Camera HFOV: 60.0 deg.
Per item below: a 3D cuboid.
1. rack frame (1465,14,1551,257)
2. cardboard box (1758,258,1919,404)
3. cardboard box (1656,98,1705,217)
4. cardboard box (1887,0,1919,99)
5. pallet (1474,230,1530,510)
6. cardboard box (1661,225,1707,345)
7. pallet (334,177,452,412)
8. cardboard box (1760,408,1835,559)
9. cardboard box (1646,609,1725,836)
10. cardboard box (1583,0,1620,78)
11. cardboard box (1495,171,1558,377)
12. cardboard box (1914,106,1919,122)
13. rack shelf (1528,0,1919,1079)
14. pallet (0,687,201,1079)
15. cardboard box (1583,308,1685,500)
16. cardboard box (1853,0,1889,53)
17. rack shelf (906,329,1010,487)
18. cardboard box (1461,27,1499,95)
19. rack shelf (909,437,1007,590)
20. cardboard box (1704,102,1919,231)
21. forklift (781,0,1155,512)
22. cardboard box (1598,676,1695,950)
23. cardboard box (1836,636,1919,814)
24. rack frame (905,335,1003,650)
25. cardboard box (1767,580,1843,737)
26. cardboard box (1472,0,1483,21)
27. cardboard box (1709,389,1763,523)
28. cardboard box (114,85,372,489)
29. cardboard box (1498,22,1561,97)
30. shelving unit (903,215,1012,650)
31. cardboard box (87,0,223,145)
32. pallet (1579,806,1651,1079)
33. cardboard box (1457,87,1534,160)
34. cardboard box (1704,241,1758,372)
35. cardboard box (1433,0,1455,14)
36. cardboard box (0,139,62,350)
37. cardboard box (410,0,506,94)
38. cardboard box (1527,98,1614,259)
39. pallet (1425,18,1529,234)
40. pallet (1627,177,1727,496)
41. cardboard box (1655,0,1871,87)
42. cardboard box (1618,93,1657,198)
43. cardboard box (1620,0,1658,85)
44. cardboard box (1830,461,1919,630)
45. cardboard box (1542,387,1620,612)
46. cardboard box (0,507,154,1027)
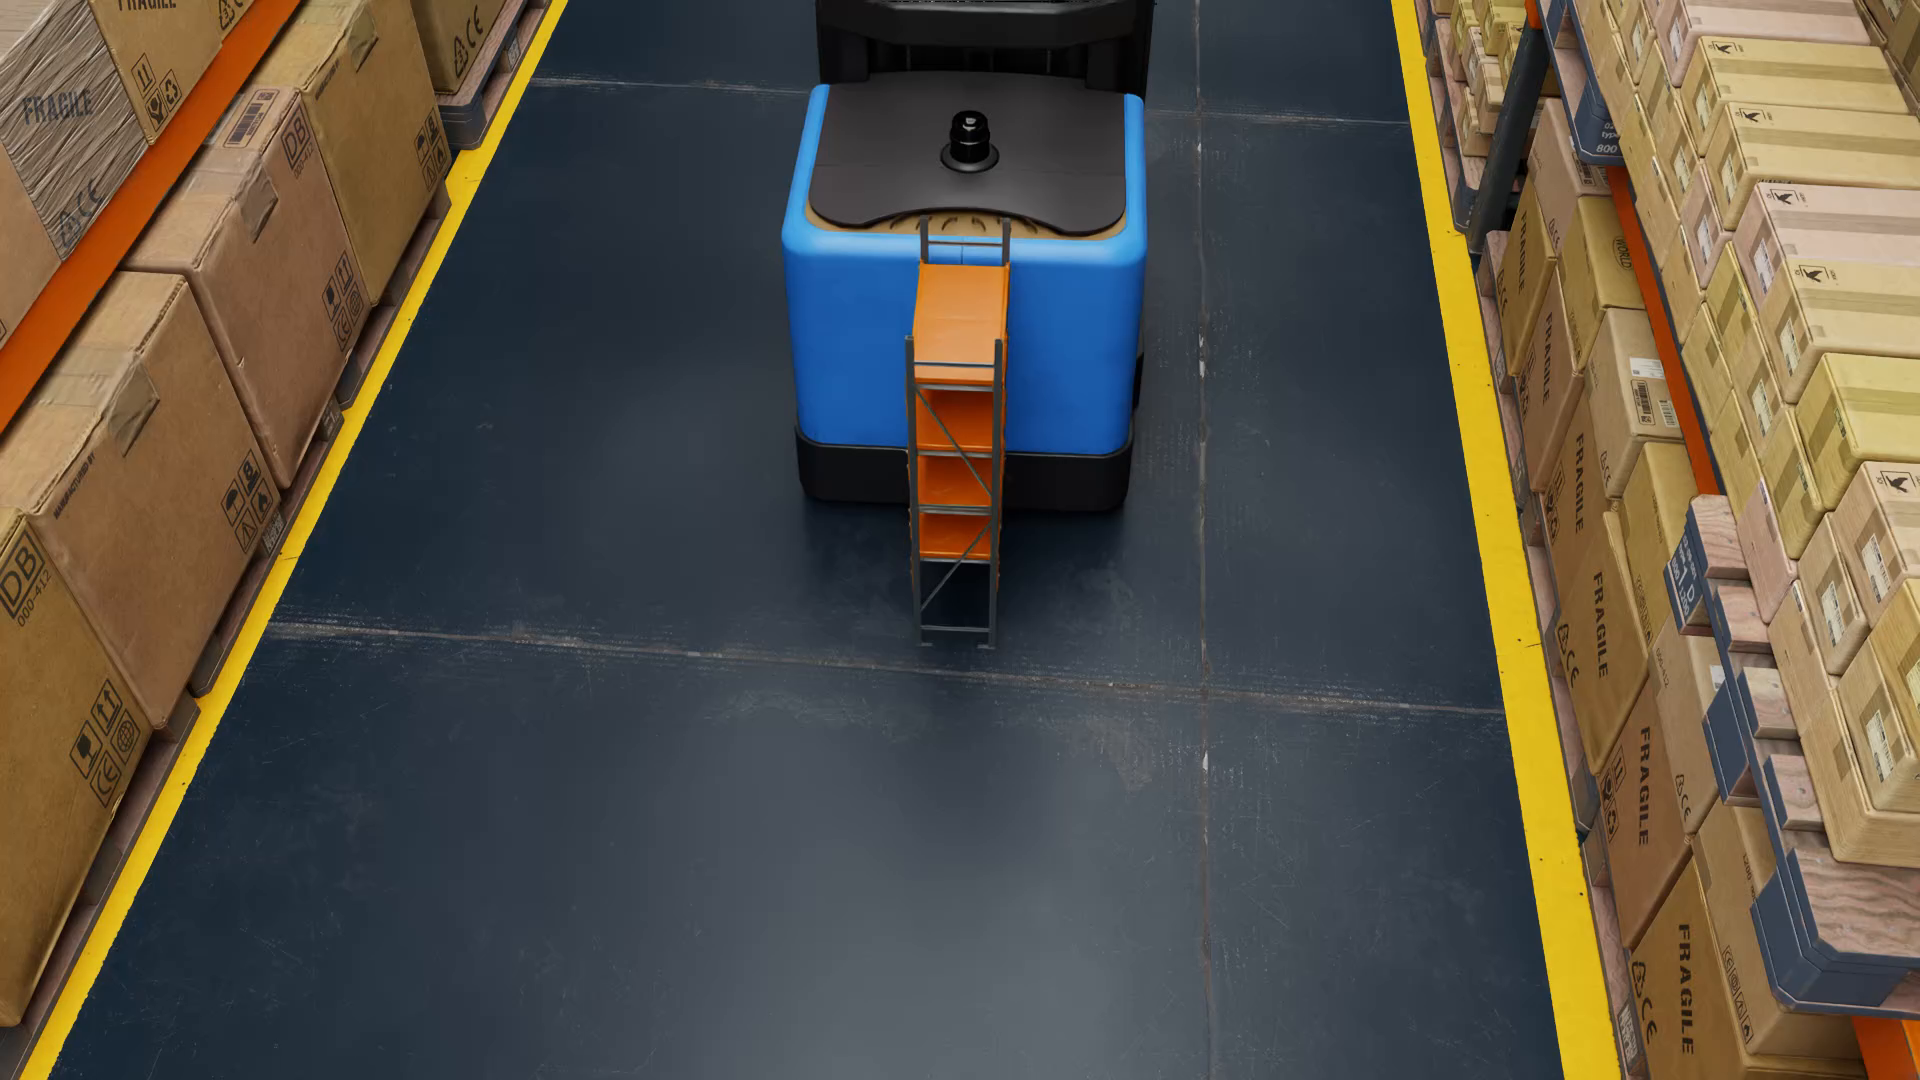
[{"bbox_3d":[2.407,-2.087,5.126,1.000,3.000,0.127,4,48,4],"label":"rack frame"},{"bbox_3d":[1.701,-0.370,3.038,0.380,0.149,0.250,5,48,5],"label":"cardboard box"},{"bbox_3d":[1.773,-0.836,3.666,0.380,0.149,0.250,3,48,3],"label":"cardboard box"},{"bbox_3d":[2.474,-1.171,3.972,0.380,0.149,0.250,2,48,2],"label":"cardboard box"},{"bbox_3d":[2.338,-0.574,5.632,1.003,0.211,1.213,4,48,4],"label":"pallet"},{"bbox_3d":[1.752,-0.540,3.597,0.380,0.149,0.250,5,48,5],"label":"cardboard box"},{"bbox_3d":[-2.518,-0.982,6.005,1.003,0.211,1.213,4,48,4],"label":"pallet"},{"bbox_3d":[1.678,-0.088,2.982,0.380,0.149,0.250,5,48,4],"label":"cardboard box"},{"bbox_3d":[1.879,0.409,3.744,0.500,0.250,0.500,4,48,4],"label":"cardboard box"},{"bbox_3d":[1.843,-1.313,4.304,0.380,0.149,0.250,4,48,4],"label":"cardboard box"},{"bbox_3d":[2.076,-0.860,5.413,0.500,0.500,0.500,6,48,5],"label":"cardboard box"},{"bbox_3d":[2.453,-0.881,3.909,0.380,0.149,0.250,6,48,5],"label":"cardboard box"},{"bbox_3d":[2.225,-0.375,4.047,1.077,0.370,4.000,4,48,4],"label":"rack shelf"},{"bbox_3d":[-2.740,0.811,4.365,1.003,0.211,1.213,4,48,4],"label":"pallet"},{"bbox_3d":[1.980,-0.347,4.436,0.500,0.250,0.500,6,48,5],"label":"cardboard box"},{"bbox_3d":[2.497,-1.281,4.274,0.380,0.149,0.250,2,48,2],"label":"cardboard box"},{"bbox_3d":[-0.001,-0.372,4.566,0.258,0.148,0.480,2,48,2],"label":"rack shelf"},{"bbox_3d":[2.132,-1.820,6.327,0.380,0.149,0.250,2,48,2],"label":"cardboard box"},{"bbox_3d":[-0.001,-0.087,4.877,0.258,0.148,0.480,2,48,2],"label":"rack shelf"},{"bbox_3d":[1.751,-0.746,3.382,0.380,0.149,0.250,6,48,5],"label":"cardboard box"},{"bbox_3d":[0.092,-2.163,5.242,1.130,2.935,3.031,2,48,2],"label":"forklift"},{"bbox_3d":[1.893,0.672,4.012,0.500,0.500,0.500,6,48,5],"label":"cardboard box"},{"bbox_3d":[1.634,0.301,2.626,0.380,0.149,0.250,5,48,4],"label":"cardboard box"},{"bbox_3d":[-0.015,-0.087,4.517,0.240,1.200,0.015,2,48,2],"label":"rack frame"},{"bbox_3d":[1.654,0.220,2.902,0.380,0.149,0.250,4,48,3],"label":"cardboard box"},{"bbox_3d":[2.180,-2.120,6.401,0.380,0.149,0.250,3,48,3],"label":"cardboard box"},{"bbox_3d":[1.704,-0.152,3.242,0.380,0.149,0.250,3,48,3],"label":"cardboard box"},{"bbox_3d":[-2.642,-0.791,5.096,1.225,0.875,0.875,2,48,2],"label":"cardboard box"},{"bbox_3d":[2.181,-1.746,6.059,0.380,0.149,0.250,5,48,5],"label":"cardboard box"},{"bbox_3d":[-0.001,-0.267,4.681,0.258,1.200,0.503,2,48,2],"label":"shelving unit"},{"bbox_3d":[-2.386,-1.419,4.447,0.500,0.500,0.500,3,48,3],"label":"cardboard box"},{"bbox_3d":[2.115,1.219,3.992,1.003,0.211,1.213,4,48,4],"label":"pallet"},{"bbox_3d":[2.104,-1.578,6.308,0.380,0.149,0.250,4,48,4],"label":"cardboard box"},{"bbox_3d":[1.727,-0.455,3.318,0.380,0.149,0.250,4,48,3],"label":"cardboard box"},{"bbox_3d":[2.198,-2.338,7.003,0.380,0.149,0.250,4,48,3],"label":"cardboard box"},{"bbox_3d":[-2.484,-0.684,3.775,0.500,0.500,0.500,3,48,3],"label":"cardboard box"},{"bbox_3d":[-2.383,-2.399,6.567,0.875,0.875,0.875,4,48,4],"label":"cardboard box"},{"bbox_3d":[2.077,-1.113,5.136,0.500,0.250,0.500,2,48,2],"label":"cardboard box"},{"bbox_3d":[2.433,-1.642,6.609,1.003,0.211,1.213,4,48,4],"label":"pallet"},{"bbox_3d":[2.182,-0.540,3.841,1.003,0.211,1.213,4,48,4],"label":"pallet"},{"bbox_3d":[1.797,-1.136,3.739,0.380,0.149,0.250,5,48,5],"label":"cardboard box"},{"bbox_3d":[1.800,-0.926,3.949,0.380,0.149,0.250,3,48,3],"label":"cardboard box"},{"bbox_3d":[1.823,-1.216,4.014,0.380,0.149,0.250,6,48,5],"label":"cardboard box"},{"bbox_3d":[1.656,0.019,2.682,0.380,0.149,0.250,3,48,3],"label":"cardboard box"},{"bbox_3d":[1.995,-0.085,4.705,0.500,0.500,0.500,5,48,4],"label":"cardboard box"},{"bbox_3d":[-2.804,0.514,3.902,1.225,0.875,0.875,2,48,2],"label":"cardboard box"}]
